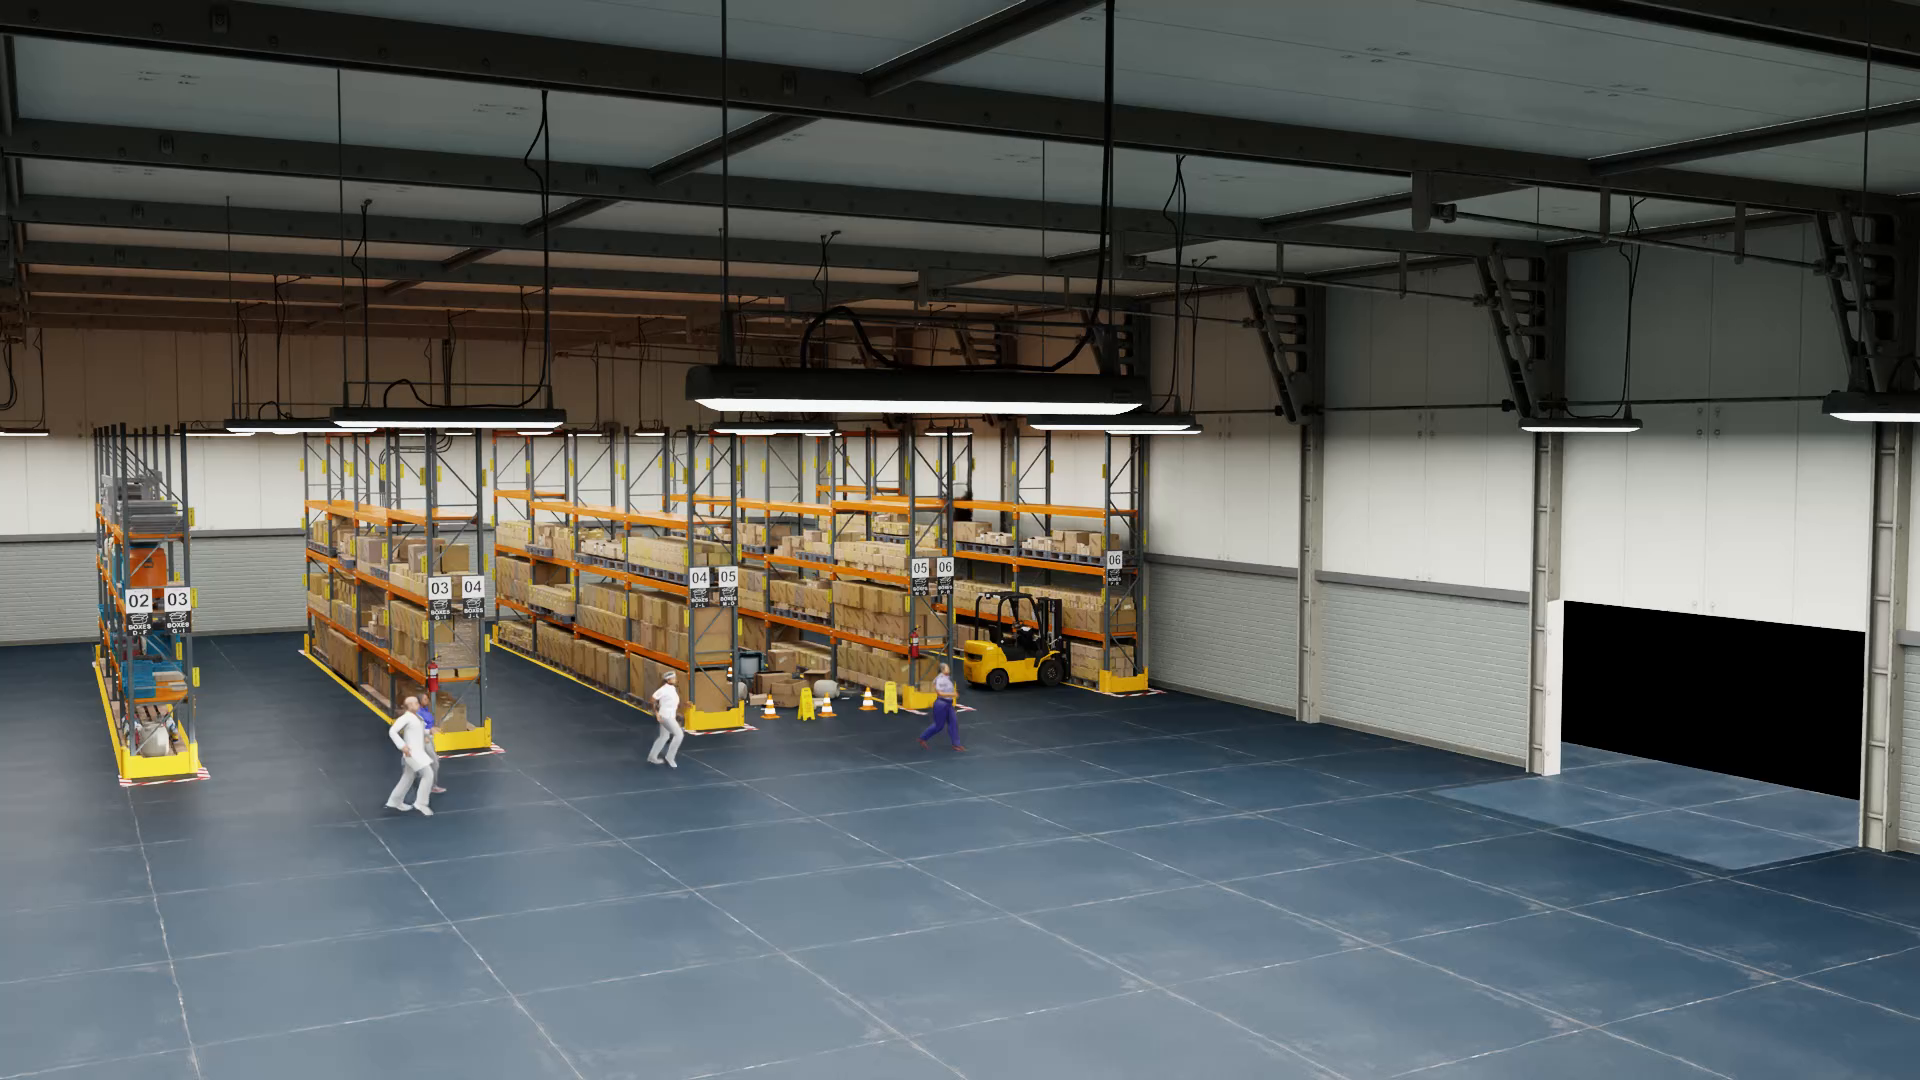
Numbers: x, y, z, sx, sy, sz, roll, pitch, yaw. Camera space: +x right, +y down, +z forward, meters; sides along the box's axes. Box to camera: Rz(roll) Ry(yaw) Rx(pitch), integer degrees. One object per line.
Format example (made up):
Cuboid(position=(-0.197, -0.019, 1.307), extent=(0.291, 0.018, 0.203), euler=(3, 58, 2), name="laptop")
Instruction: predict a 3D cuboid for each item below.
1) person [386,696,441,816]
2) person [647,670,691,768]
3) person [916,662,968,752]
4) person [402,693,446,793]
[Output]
Cuboid(position=(-8.332, 3.303, 25.333), extent=(0.835, 1.849, 0.669), euler=(-1, 4, -10), name="person")
Cuboid(position=(-5.079, 3.129, 29.008), extent=(0.788, 1.726, 0.536), euler=(0, 3, 2), name="person")
Cuboid(position=(-0.324, 3.053, 30.319), extent=(0.941, 1.647, 0.608), euler=(1, 4, 14), name="person")
Cuboid(position=(-8.707, 3.287, 26.912), extent=(0.749, 1.602, 0.585), euler=(0, 3, 4), name="person")
